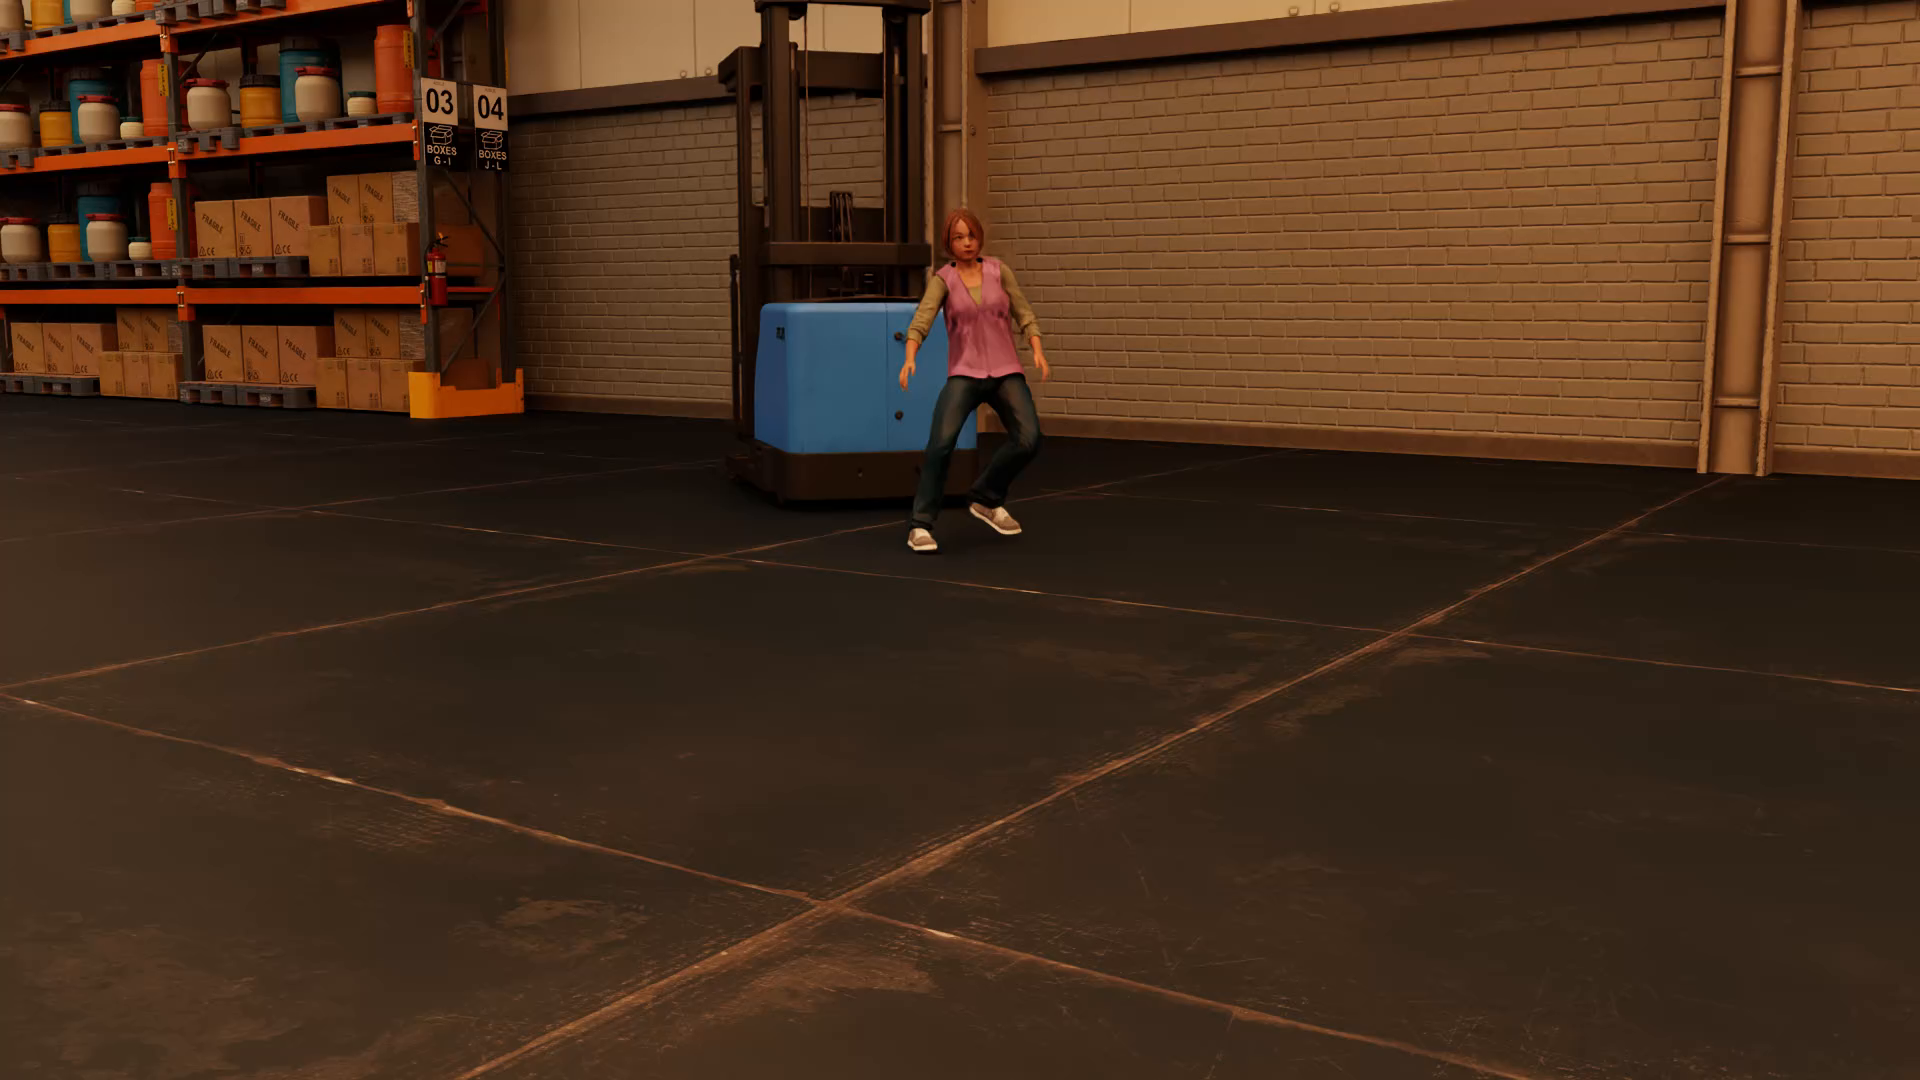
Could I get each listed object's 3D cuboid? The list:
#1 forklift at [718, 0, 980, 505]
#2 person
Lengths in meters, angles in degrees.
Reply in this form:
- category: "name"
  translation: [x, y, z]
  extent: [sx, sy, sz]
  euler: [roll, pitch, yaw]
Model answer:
- category: "forklift"
  translation: [-0.811, -1.803, 9.874]
  extent: [1.130, 2.935, 3.031]
  euler: [-2, 8, -17]
- category: "person"
  translation: [0.045, -0.709, 7.304]
  extent: [0.669, 1.480, 0.517]
  euler: [-1, 8, -8]
